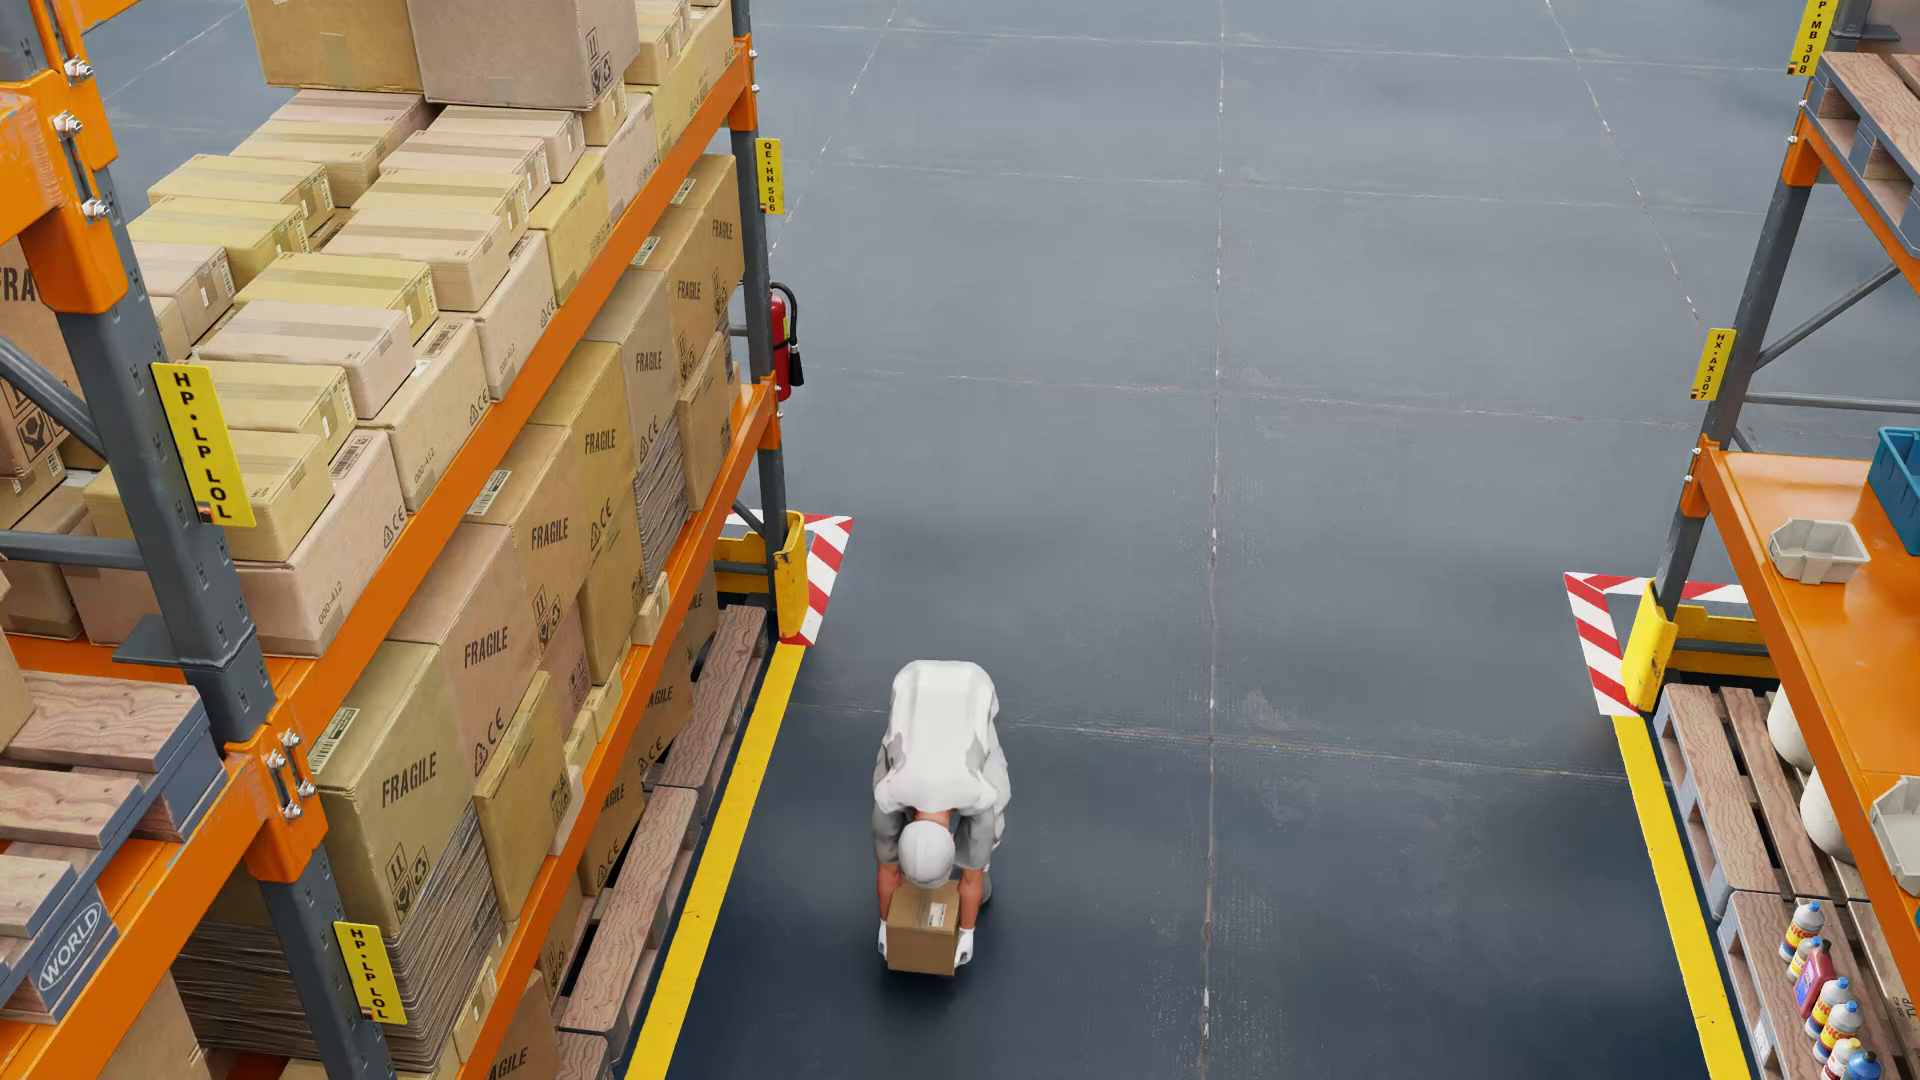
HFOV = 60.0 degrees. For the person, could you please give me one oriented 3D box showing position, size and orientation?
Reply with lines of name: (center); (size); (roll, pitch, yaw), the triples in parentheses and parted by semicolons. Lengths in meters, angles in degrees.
person: (-0.077, 1.051, 6.224); (0.522, 1.010, 0.952); (3, 36, 4)
